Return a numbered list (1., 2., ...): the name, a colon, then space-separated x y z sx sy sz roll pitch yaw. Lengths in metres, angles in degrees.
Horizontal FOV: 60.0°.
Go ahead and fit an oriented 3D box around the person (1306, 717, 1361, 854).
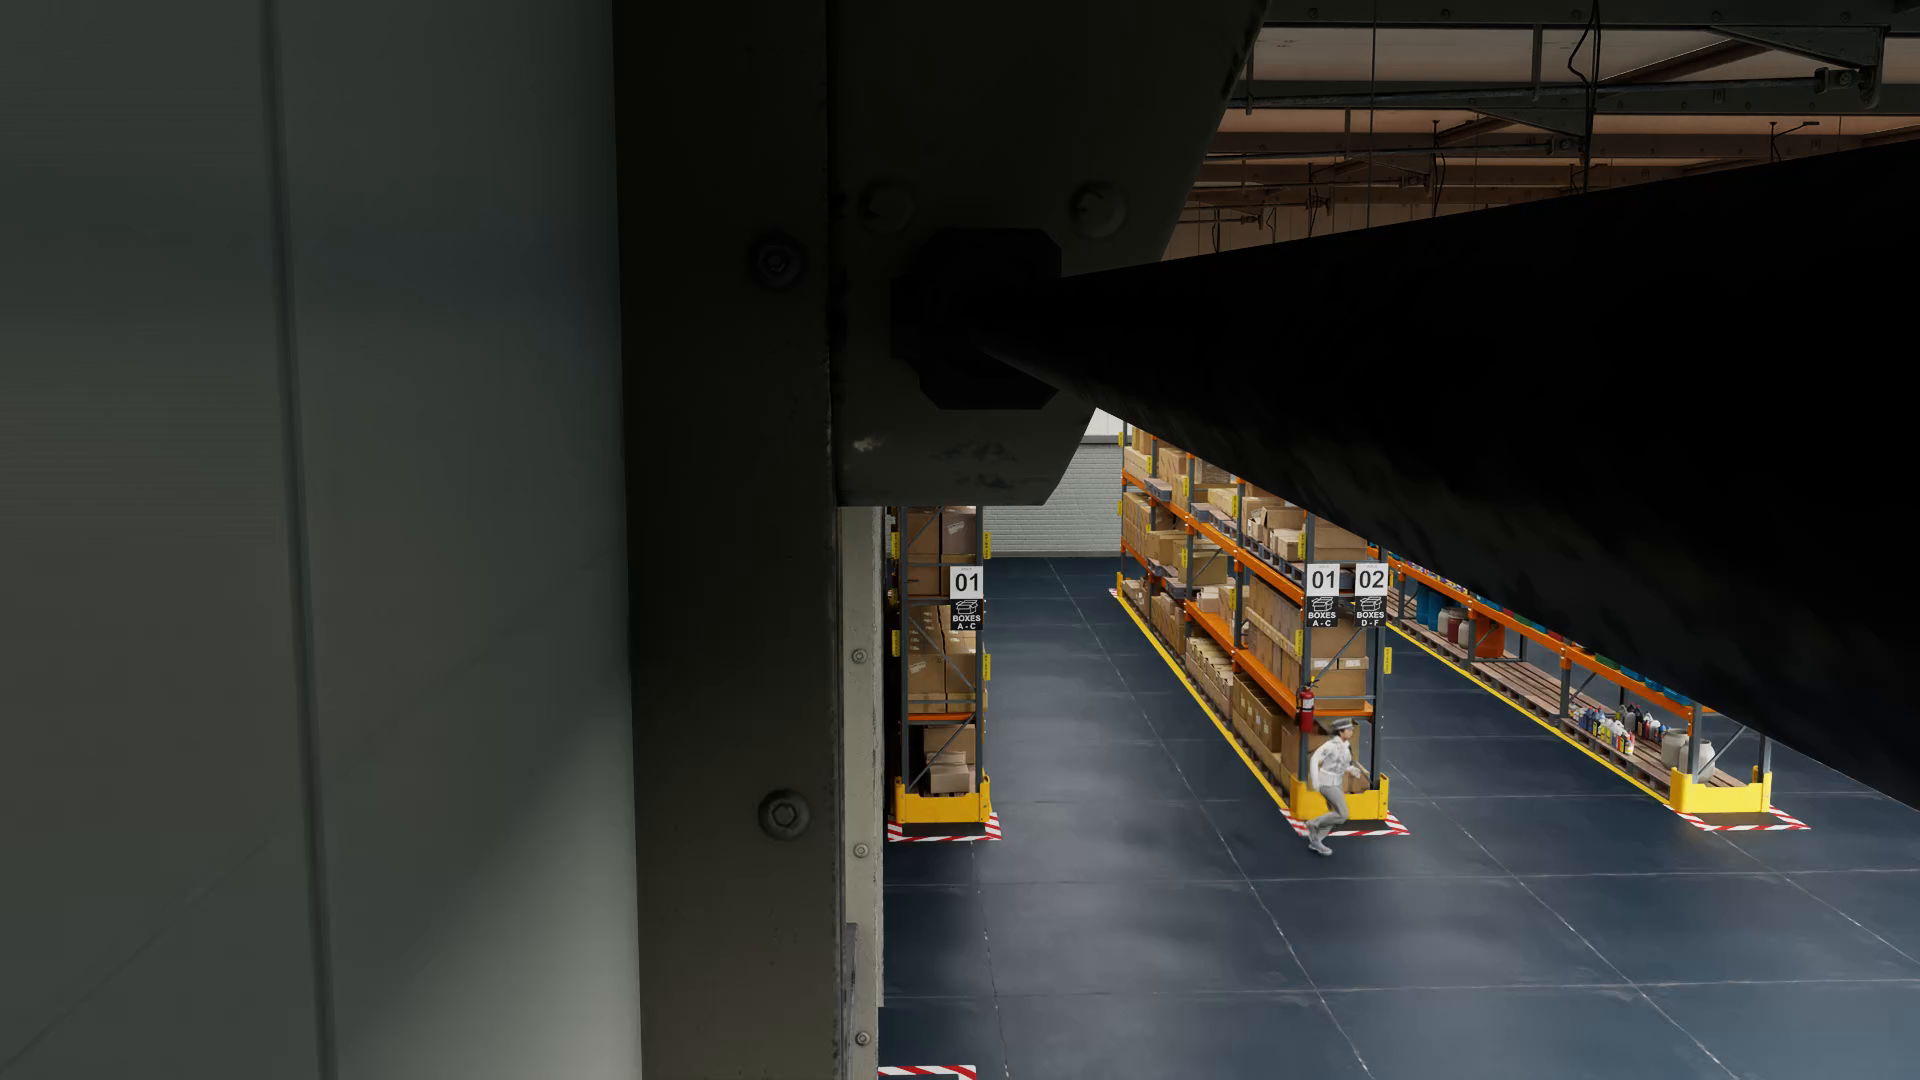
1. person: 4.337 2.832 19.267 0.592 1.628 0.591 4 9 28
